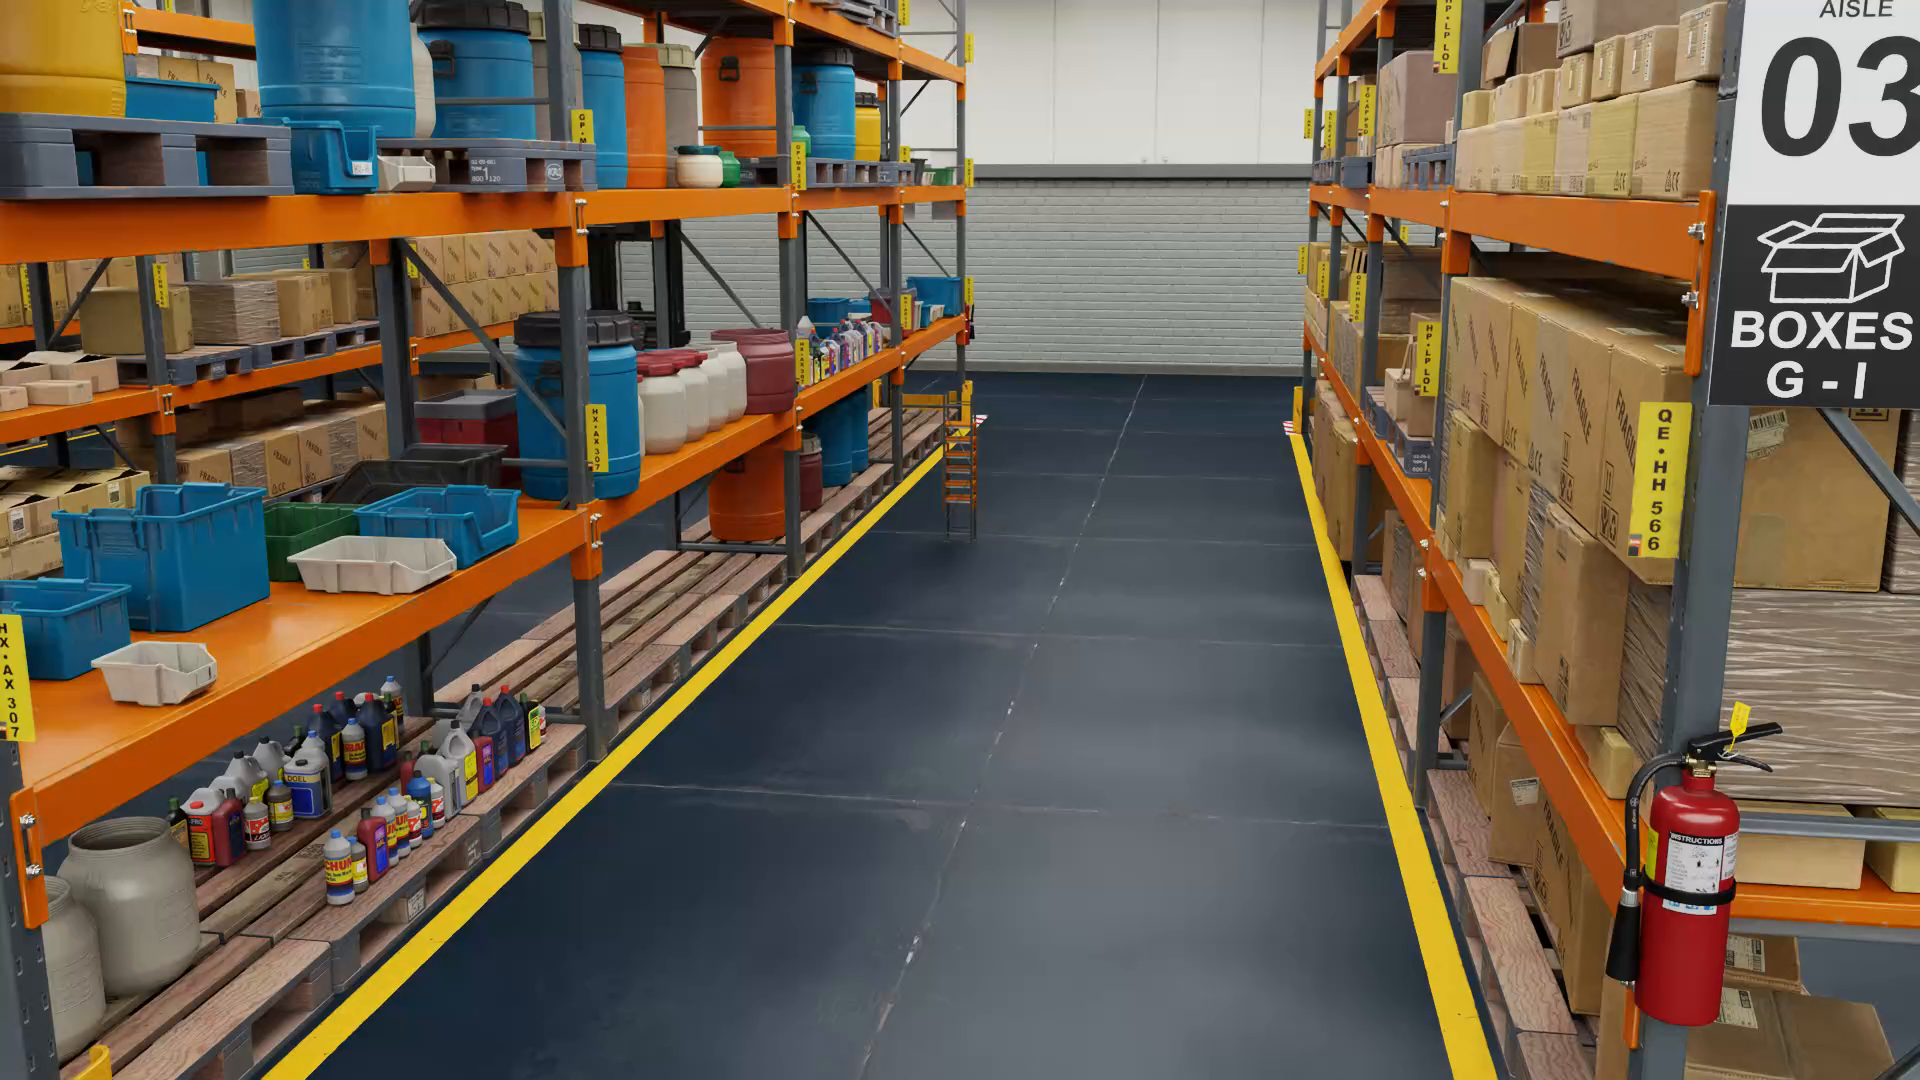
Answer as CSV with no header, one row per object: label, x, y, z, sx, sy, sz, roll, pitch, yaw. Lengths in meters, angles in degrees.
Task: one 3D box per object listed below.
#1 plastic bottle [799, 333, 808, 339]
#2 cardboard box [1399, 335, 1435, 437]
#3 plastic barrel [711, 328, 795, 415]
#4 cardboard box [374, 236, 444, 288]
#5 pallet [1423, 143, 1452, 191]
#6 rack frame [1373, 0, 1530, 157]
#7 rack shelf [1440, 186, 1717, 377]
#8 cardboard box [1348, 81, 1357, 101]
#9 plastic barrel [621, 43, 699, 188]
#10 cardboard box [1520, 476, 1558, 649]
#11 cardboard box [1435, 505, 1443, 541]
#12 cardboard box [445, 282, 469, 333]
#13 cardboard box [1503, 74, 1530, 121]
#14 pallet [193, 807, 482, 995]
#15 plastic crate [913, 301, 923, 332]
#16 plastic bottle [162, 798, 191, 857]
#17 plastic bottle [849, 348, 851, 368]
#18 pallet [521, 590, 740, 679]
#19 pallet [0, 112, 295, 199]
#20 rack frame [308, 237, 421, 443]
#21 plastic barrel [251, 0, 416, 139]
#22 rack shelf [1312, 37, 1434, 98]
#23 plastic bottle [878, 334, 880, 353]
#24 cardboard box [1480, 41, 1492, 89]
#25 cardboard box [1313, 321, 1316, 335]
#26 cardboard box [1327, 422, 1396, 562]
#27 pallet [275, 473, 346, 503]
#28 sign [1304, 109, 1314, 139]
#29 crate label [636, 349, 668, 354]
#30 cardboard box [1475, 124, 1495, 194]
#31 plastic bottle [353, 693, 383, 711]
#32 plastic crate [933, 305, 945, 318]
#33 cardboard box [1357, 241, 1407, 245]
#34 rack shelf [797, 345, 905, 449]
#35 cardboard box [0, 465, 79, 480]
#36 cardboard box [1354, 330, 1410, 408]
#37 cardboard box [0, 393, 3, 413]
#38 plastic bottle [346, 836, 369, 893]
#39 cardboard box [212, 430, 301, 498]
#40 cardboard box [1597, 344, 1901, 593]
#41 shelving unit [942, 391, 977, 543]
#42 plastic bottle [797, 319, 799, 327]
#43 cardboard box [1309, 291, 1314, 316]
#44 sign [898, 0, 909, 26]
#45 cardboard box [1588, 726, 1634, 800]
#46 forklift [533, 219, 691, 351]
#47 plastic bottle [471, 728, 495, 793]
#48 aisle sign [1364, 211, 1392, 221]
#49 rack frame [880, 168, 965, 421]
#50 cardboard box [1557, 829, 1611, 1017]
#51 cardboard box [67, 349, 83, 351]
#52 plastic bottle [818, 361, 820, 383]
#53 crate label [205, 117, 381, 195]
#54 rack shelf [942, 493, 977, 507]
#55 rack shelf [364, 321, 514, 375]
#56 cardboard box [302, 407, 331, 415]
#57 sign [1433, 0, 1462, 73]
plastic bottle,-1.432,-1.781,15.110,0.097,0.201,0.097,0,12,0
cardboard box,2.784,-0.832,8.994,0.797,0.503,0.637,3,13,14
plastic barrel,-1.442,-1.166,11.461,0.600,0.536,0.708,2,12,9
cardboard box,-5.598,-2.827,16.878,0.500,0.500,0.500,2,12,10
pallet,2.809,-1.712,7.645,1.213,0.211,1.003,2,12,9
rack frame,3.224,-3.978,10.593,1.000,3.000,0.127,2,12,9
rack shelf,2.302,-0.911,5.189,1.077,0.370,4.000,2,12,9
cardboard box,4.134,-4.427,16.542,0.500,0.250,0.500,1,12,7
plastic barrel,-2.010,-2.753,10.840,0.600,0.901,0.600,0,12,0
cardboard box,2.184,0.101,4.960,0.875,0.500,0.500,2,12,9
cardboard box,2.279,-0.055,7.225,0.380,0.149,0.250,2,12,9
cardboard box,-5.525,-2.453,17.517,0.500,0.500,0.500,2,12,10
cardboard box,2.096,-1.525,5.737,0.380,0.149,0.250,2,12,8
pallet,-2.615,1.383,6.575,1.003,0.211,1.213,2,12,9
plastic crate,-0.638,-2.322,17.286,0.437,0.282,0.530,2,12,9
plastic bottle,-3.051,1.151,6.437,0.061,0.283,0.133,2,12,10
plastic bottle,-0.977,-1.567,14.114,0.097,0.201,0.097,0,12,0
pallet,-2.017,0.570,10.346,1.003,0.211,1.213,2,12,9
pallet,-2.676,-1.084,4.730,1.003,0.211,1.213,2,12,9
rack frame,-5.948,-2.200,16.581,1.000,3.000,0.127,2,12,9
plastic barrel,-2.544,-2.086,6.747,0.600,0.901,0.708,2,12,9
rack shelf,4.147,-4.680,16.506,1.077,0.370,4.000,2,12,9
plastic bottle,-0.786,-1.824,15.308,0.097,0.201,0.097,0,12,0
cardboard box,2.923,-2.226,8.339,0.797,0.503,0.637,2,12,11
cardboard box,3.800,-2.150,16.946,0.380,0.149,0.250,2,12,10
cardboard box,3.351,-0.355,12.068,1.225,0.875,0.875,1,12,6
pallet,-6.221,-0.411,14.902,1.003,0.211,1.213,2,12,9
sign,3.907,-4.662,18.625,0.100,0.325,0.005,2,12,9
crate label,-2.090,-1.025,11.046,0.502,0.435,0.616,2,12,9
cardboard box,2.211,-1.410,6.153,0.500,0.250,0.500,2,12,8
plastic bottle,-2.790,0.863,7.788,0.152,0.276,0.135,2,12,11
plastic crate,-0.386,-2.596,18.903,0.396,0.136,0.243,2,12,9
cardboard box,4.639,-3.040,18.347,0.500,0.500,0.500,2,12,9
rack shelf,-1.362,-1.271,13.977,1.077,0.370,4.000,2,12,9
cardboard box,-6.934,-0.403,12.442,0.500,0.311,0.500,2,12,11
cardboard box,3.055,-1.205,11.728,0.500,0.500,0.500,2,12,10
cardboard box,-6.805,-1.066,11.084,0.500,0.500,0.500,1,12,6
plastic bottle,-2.297,1.223,6.295,0.097,0.201,0.097,0,12,0
cardboard box,-6.054,-0.659,14.321,0.500,0.500,0.500,2,12,8
cardboard box,1.834,-0.186,3.918,0.500,0.500,0.500,2,12,9
shelving unit,-0.002,-0.584,13.353,0.258,1.200,0.189,2,12,9
plastic bottle,-1.532,-1.919,15.555,0.061,0.283,0.133,2,12,9
cardboard box,3.960,-2.479,17.525,0.500,0.250,0.500,1,12,7
sign,-0.511,-4.851,15.138,0.100,0.325,0.005,2,12,9
cardboard box,1.860,0.571,4.321,0.380,0.149,0.250,2,12,9
forklift,-3.331,-2.020,15.907,1.130,2.935,3.031,4,13,17
plastic bottle,-2.113,0.958,7.331,0.061,0.283,0.133,3,12,12
aisle sign,4.762,-3.987,18.703,0.394,0.787,0.004,2,12,9
rack frame,-0.439,-2.871,19.697,1.000,3.000,0.127,2,12,9
cardboard box,2.280,1.252,5.501,0.500,0.500,0.500,3,13,14
cardboard box,-10.532,-2.219,20.065,0.380,0.149,0.250,2,12,9
plastic bottle,-1.147,-1.336,13.043,0.097,0.201,0.097,0,12,0
crate label,-2.286,-1.313,5.700,0.502,0.251,0.408,2,12,9
rack shelf,-0.002,-0.305,13.413,0.258,0.103,0.180,2,12,9
rack shelf,-5.641,-2.265,18.589,1.077,0.370,4.000,2,12,9
cardboard box,-6.335,-0.989,15.851,0.500,0.500,0.500,2,12,9
sign,2.060,-2.142,7.029,0.100,0.325,0.005,2,12,9
